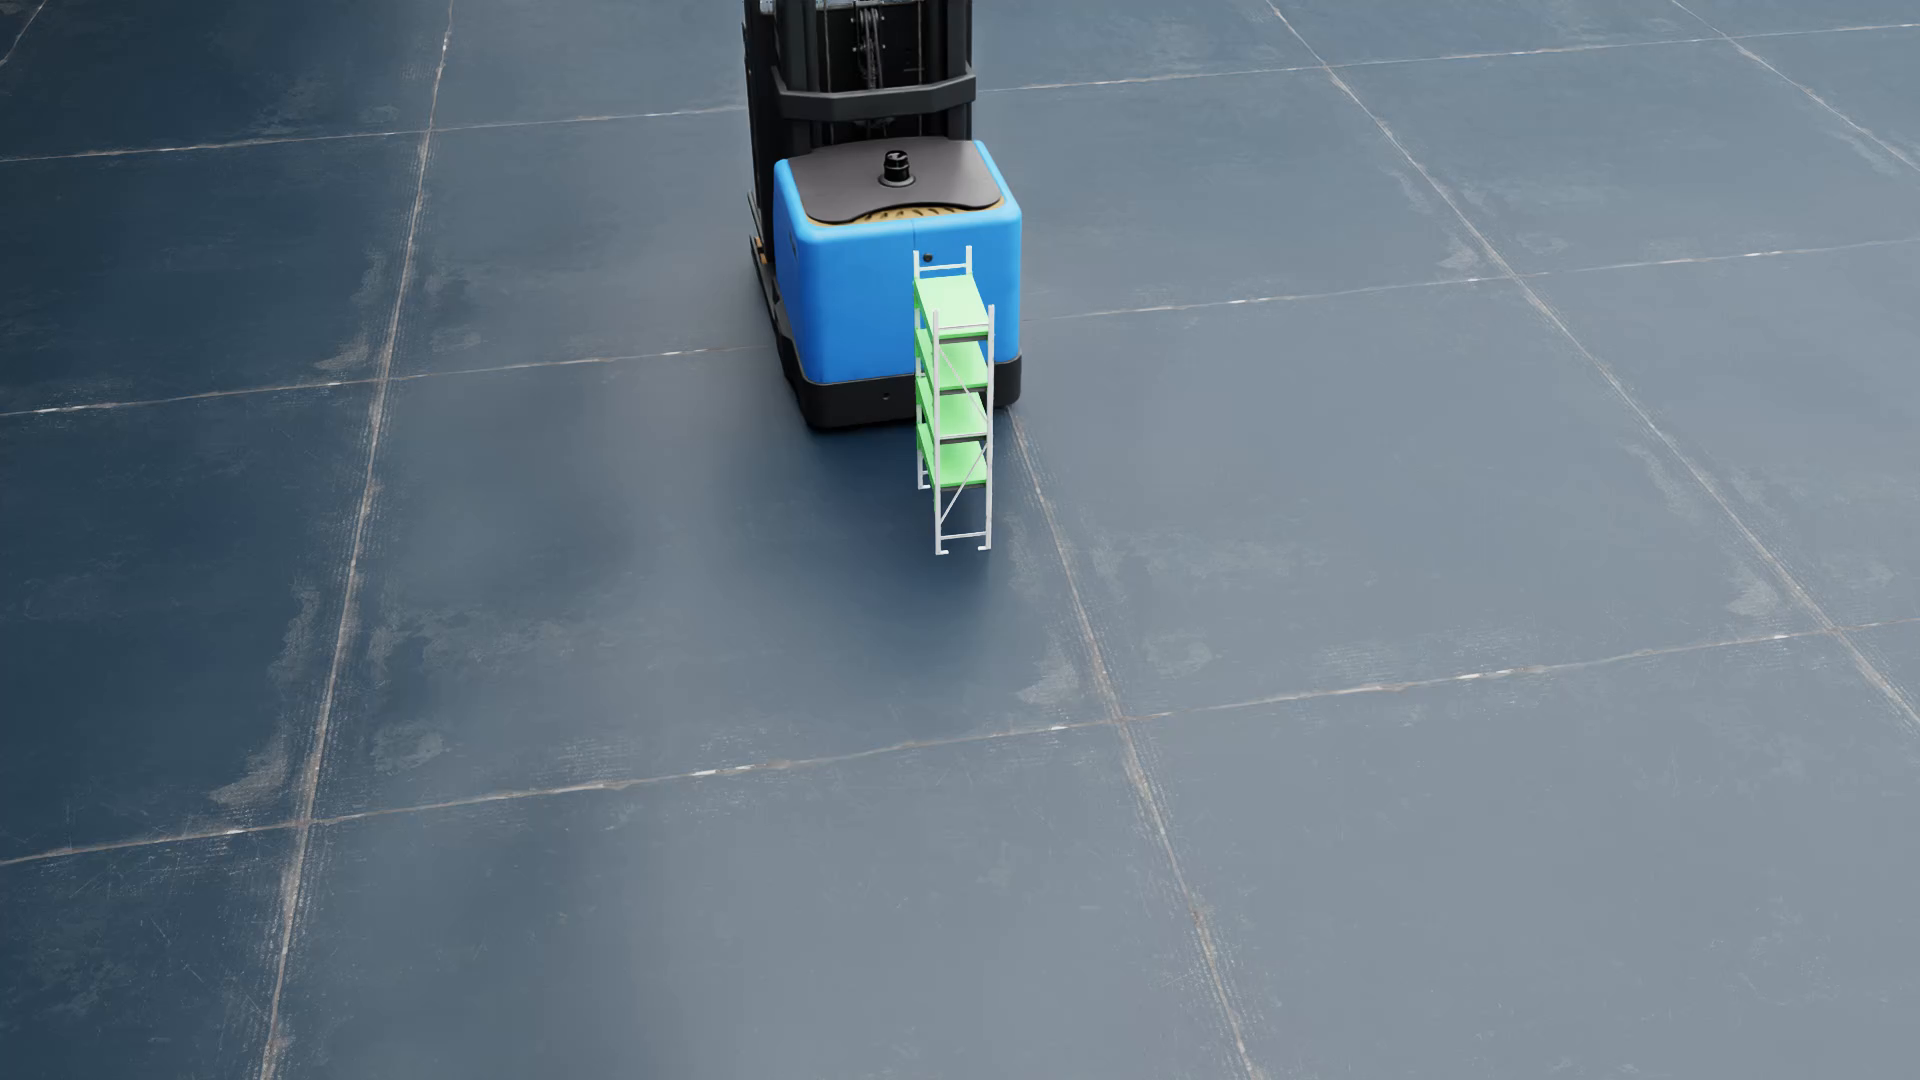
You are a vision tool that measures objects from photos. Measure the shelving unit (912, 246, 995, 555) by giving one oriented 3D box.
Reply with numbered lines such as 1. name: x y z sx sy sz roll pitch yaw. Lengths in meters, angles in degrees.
1. shelving unit: -0.029 -0.574 7.011 0.258 1.200 0.503 -6 38 -8

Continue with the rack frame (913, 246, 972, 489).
1. rack frame: -0.072 -0.721 7.200 0.240 1.200 0.015 -6 38 -8

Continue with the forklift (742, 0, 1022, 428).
1. forklift: -0.537 -2.591 8.196 1.130 2.935 3.031 -8 39 -10

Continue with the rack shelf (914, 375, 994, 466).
1. rack shelf: -0.029 -0.523 7.050 0.258 0.148 0.480 -6 38 -8

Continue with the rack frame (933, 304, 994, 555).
1. rack frame: 0.014 -0.426 6.821 0.240 1.200 0.015 -6 38 -8

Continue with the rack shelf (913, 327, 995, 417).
1. rack shelf: -0.029 -0.713 6.903 0.258 0.148 0.480 -6 38 -8

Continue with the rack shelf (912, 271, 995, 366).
1. rack shelf: -0.029 -0.902 6.755 0.258 0.148 0.480 -6 38 -8

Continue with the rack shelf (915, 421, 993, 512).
1. rack shelf: -0.029 -0.334 7.197 0.258 0.148 0.480 -6 38 -8
